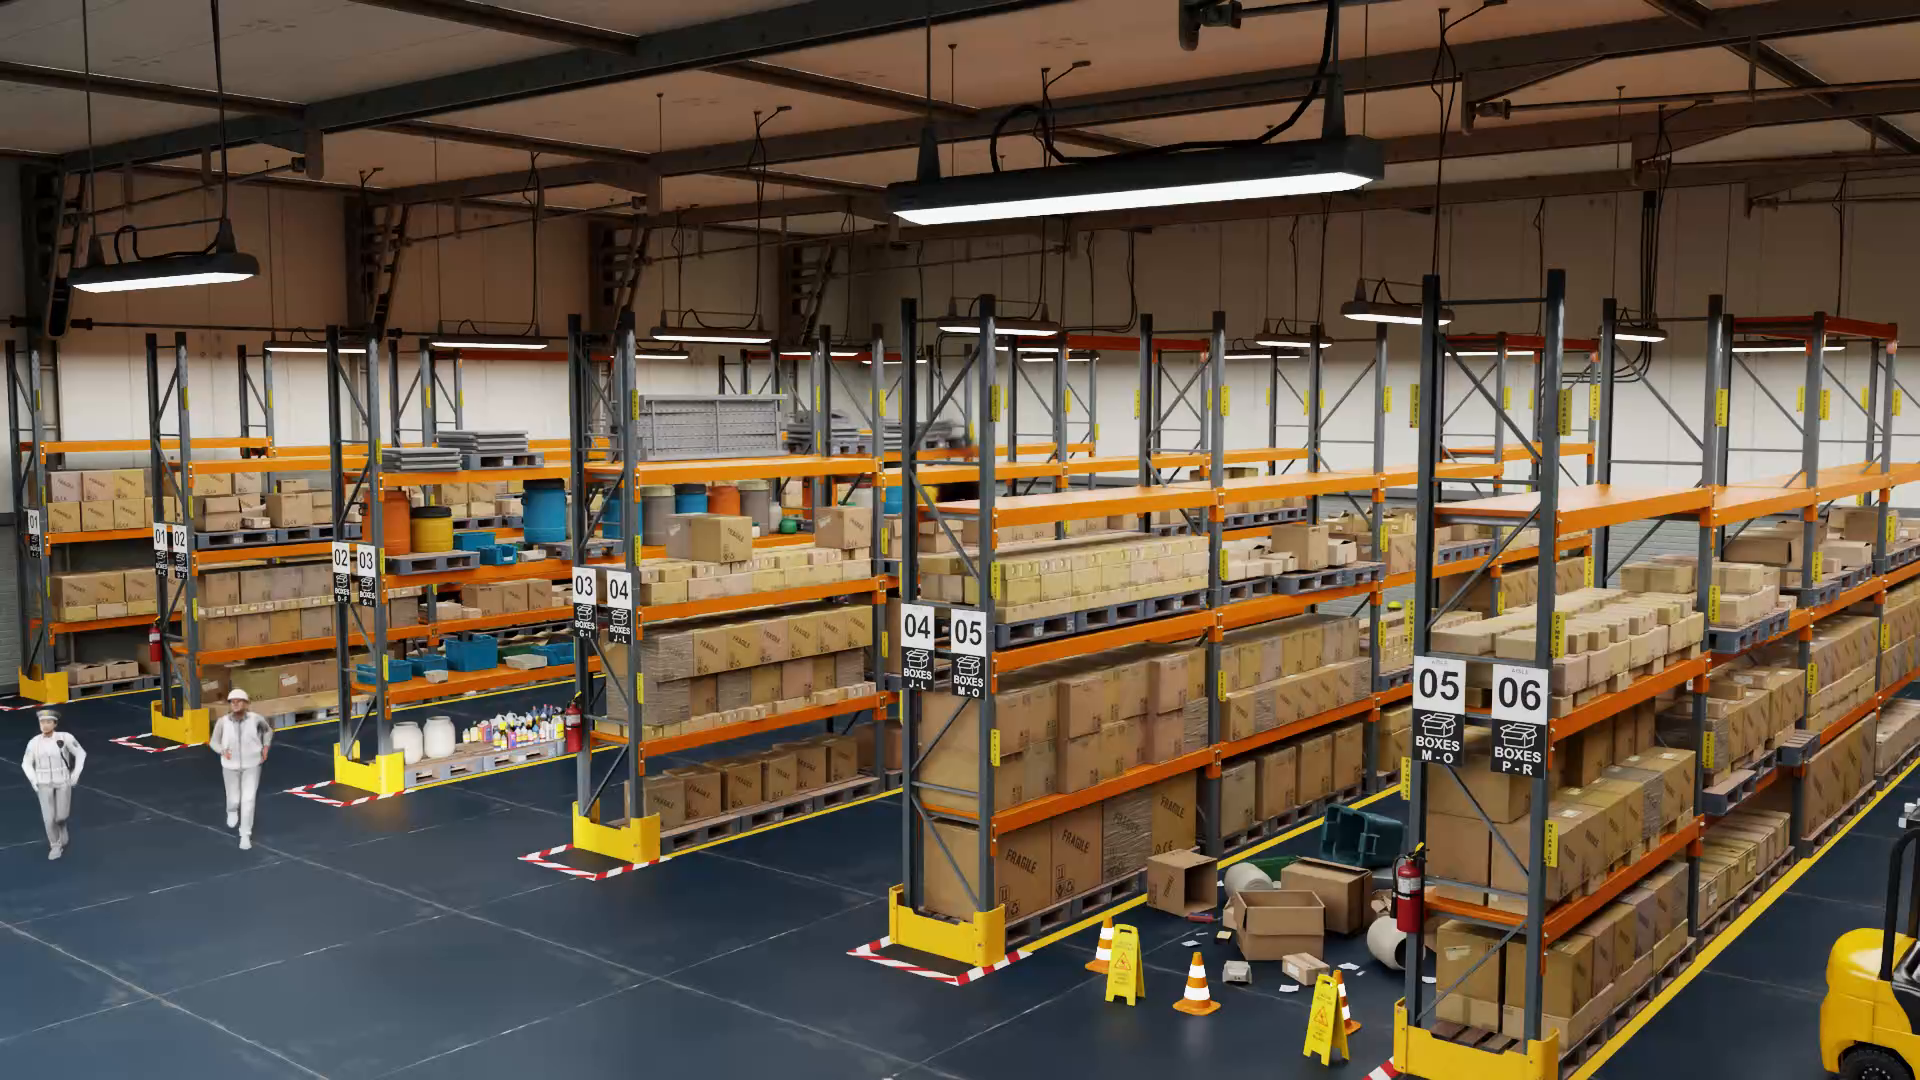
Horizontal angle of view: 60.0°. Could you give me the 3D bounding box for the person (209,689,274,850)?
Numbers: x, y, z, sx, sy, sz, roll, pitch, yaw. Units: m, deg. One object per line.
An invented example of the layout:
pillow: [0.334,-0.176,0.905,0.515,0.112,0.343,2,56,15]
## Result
person: [-8.229,2.579,19.075,0.670,1.780,0.918,-2,5,-20]

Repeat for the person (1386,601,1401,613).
person: [7.060,1.865,26.914,0.711,1.776,0.979,5,7,41]

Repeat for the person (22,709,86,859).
person: [-10.031,2.696,18.403,0.622,1.658,0.459,-2,5,-21]
